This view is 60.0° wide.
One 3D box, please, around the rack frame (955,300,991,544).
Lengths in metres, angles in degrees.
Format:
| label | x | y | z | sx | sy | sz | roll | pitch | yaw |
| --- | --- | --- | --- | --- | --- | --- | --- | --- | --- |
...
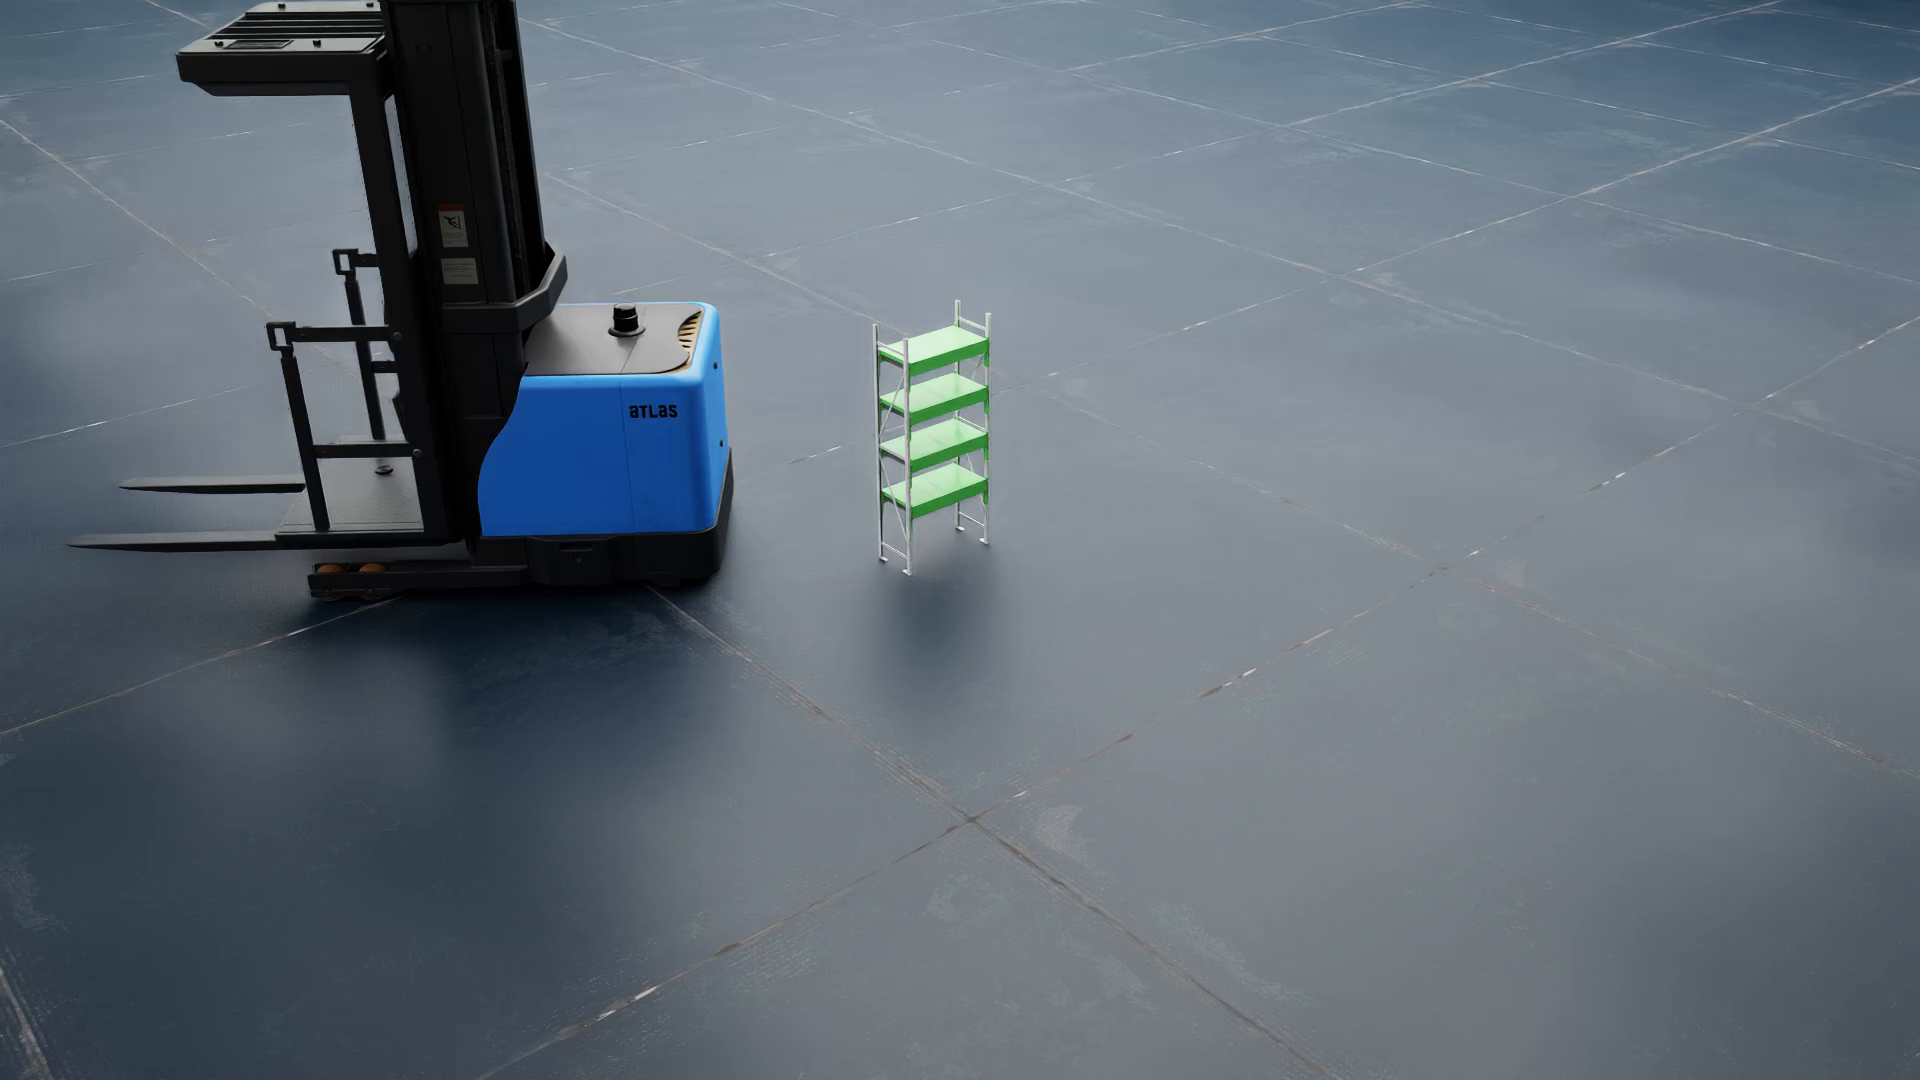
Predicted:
| label | x | y | z | sx | sy | sz | roll | pitch | yaw |
| --- | --- | --- | --- | --- | --- | --- | --- | --- | --- |
| rack frame | 0.060 | -0.553 | 8.012 | 0.015 | 1.200 | 0.240 | -22 | 35 | -35 |

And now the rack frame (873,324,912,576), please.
| label | x | y | z | sx | sy | sz | roll | pitch | yaw |
| --- | --- | --- | --- | --- | --- | --- | --- | --- | --- |
| rack frame | -0.312 | -0.404 | 7.733 | 0.015 | 1.200 | 0.240 | -22 | 35 | -35 |

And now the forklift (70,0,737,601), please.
| label | x | y | z | sx | sy | sz | roll | pitch | yaw |
| --- | --- | --- | --- | --- | --- | --- | --- | --- | --- |
| forklift | -2.647 | -1.265 | 7.508 | 3.031 | 2.935 | 1.130 | -1 | 28 | -2 |

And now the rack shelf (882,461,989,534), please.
| label | x | y | z | sx | sy | sz | roll | pitch | yaw |
| --- | --- | --- | --- | --- | --- | --- | --- | --- | --- |
| rack shelf | -0.126 | -0.211 | 8.016 | 0.480 | 0.148 | 0.258 | -22 | 35 | -35 |

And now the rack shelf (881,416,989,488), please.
| label | x | y | z | sx | sy | sz | roll | pitch | yaw |
| --- | --- | --- | --- | --- | --- | --- | --- | --- | --- |
| rack shelf | -0.126 | -0.422 | 7.903 | 0.480 | 0.148 | 0.258 | -22 | 35 | -35 |

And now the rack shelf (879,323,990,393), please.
| label | x | y | z | sx | sy | sz | roll | pitch | yaw |
| --- | --- | --- | --- | --- | --- | --- | --- | --- | --- |
| rack shelf | -0.126 | -0.846 | 7.676 | 0.480 | 0.148 | 0.258 | -22 | 35 | -35 |

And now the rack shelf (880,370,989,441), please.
| label | x | y | z | sx | sy | sz | roll | pitch | yaw |
| --- | --- | --- | --- | --- | --- | --- | --- | --- | --- |
| rack shelf | -0.126 | -0.634 | 7.789 | 0.480 | 0.148 | 0.258 | -22 | 35 | -35 |

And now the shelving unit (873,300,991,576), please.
| label | x | y | z | sx | sy | sz | roll | pitch | yaw |
| --- | --- | --- | --- | --- | --- | --- | --- | --- | --- |
| shelving unit | -0.126 | -0.479 | 7.872 | 0.503 | 1.200 | 0.258 | -22 | 35 | -35 |
